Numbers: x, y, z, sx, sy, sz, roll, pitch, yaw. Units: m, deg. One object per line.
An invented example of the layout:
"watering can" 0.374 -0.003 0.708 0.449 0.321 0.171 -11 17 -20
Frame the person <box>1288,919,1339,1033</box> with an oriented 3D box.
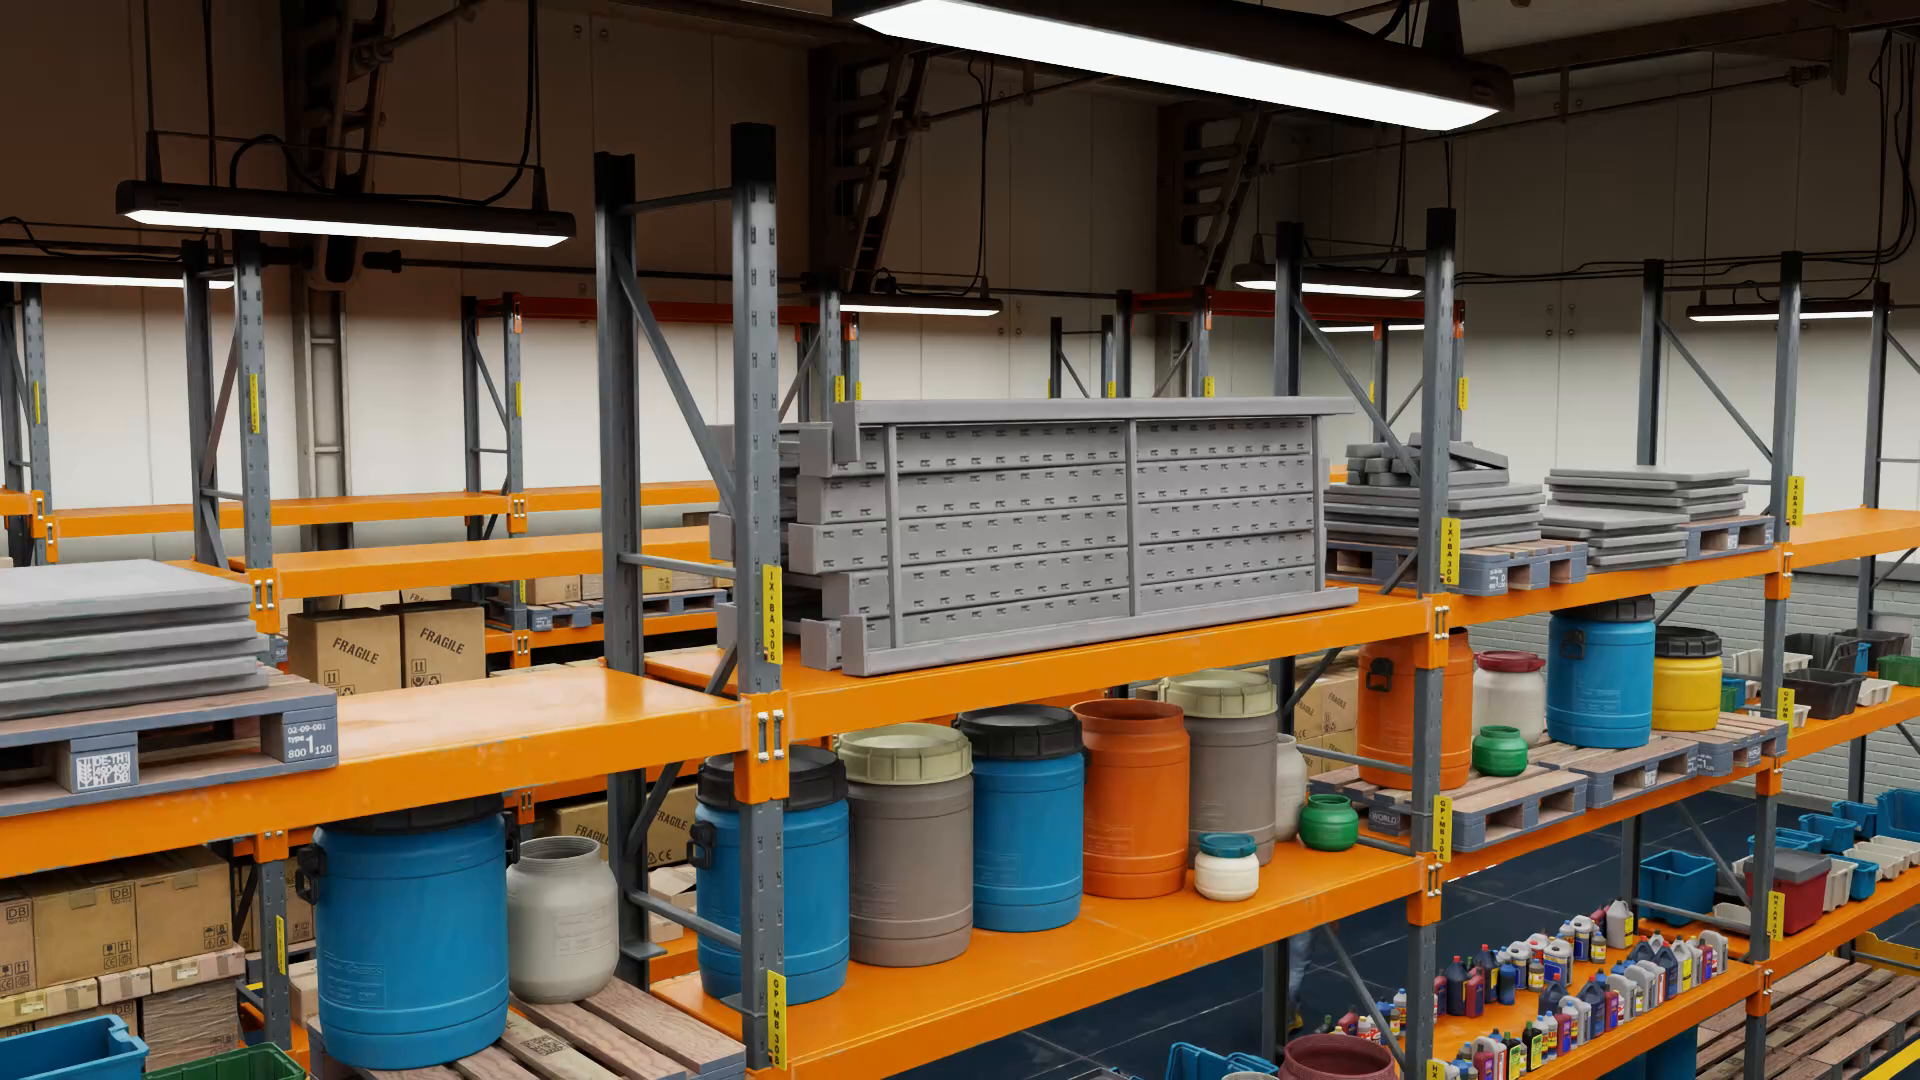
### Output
"person" 2.731 3.057 13.286 0.553 1.809 0.602 5 7 41
